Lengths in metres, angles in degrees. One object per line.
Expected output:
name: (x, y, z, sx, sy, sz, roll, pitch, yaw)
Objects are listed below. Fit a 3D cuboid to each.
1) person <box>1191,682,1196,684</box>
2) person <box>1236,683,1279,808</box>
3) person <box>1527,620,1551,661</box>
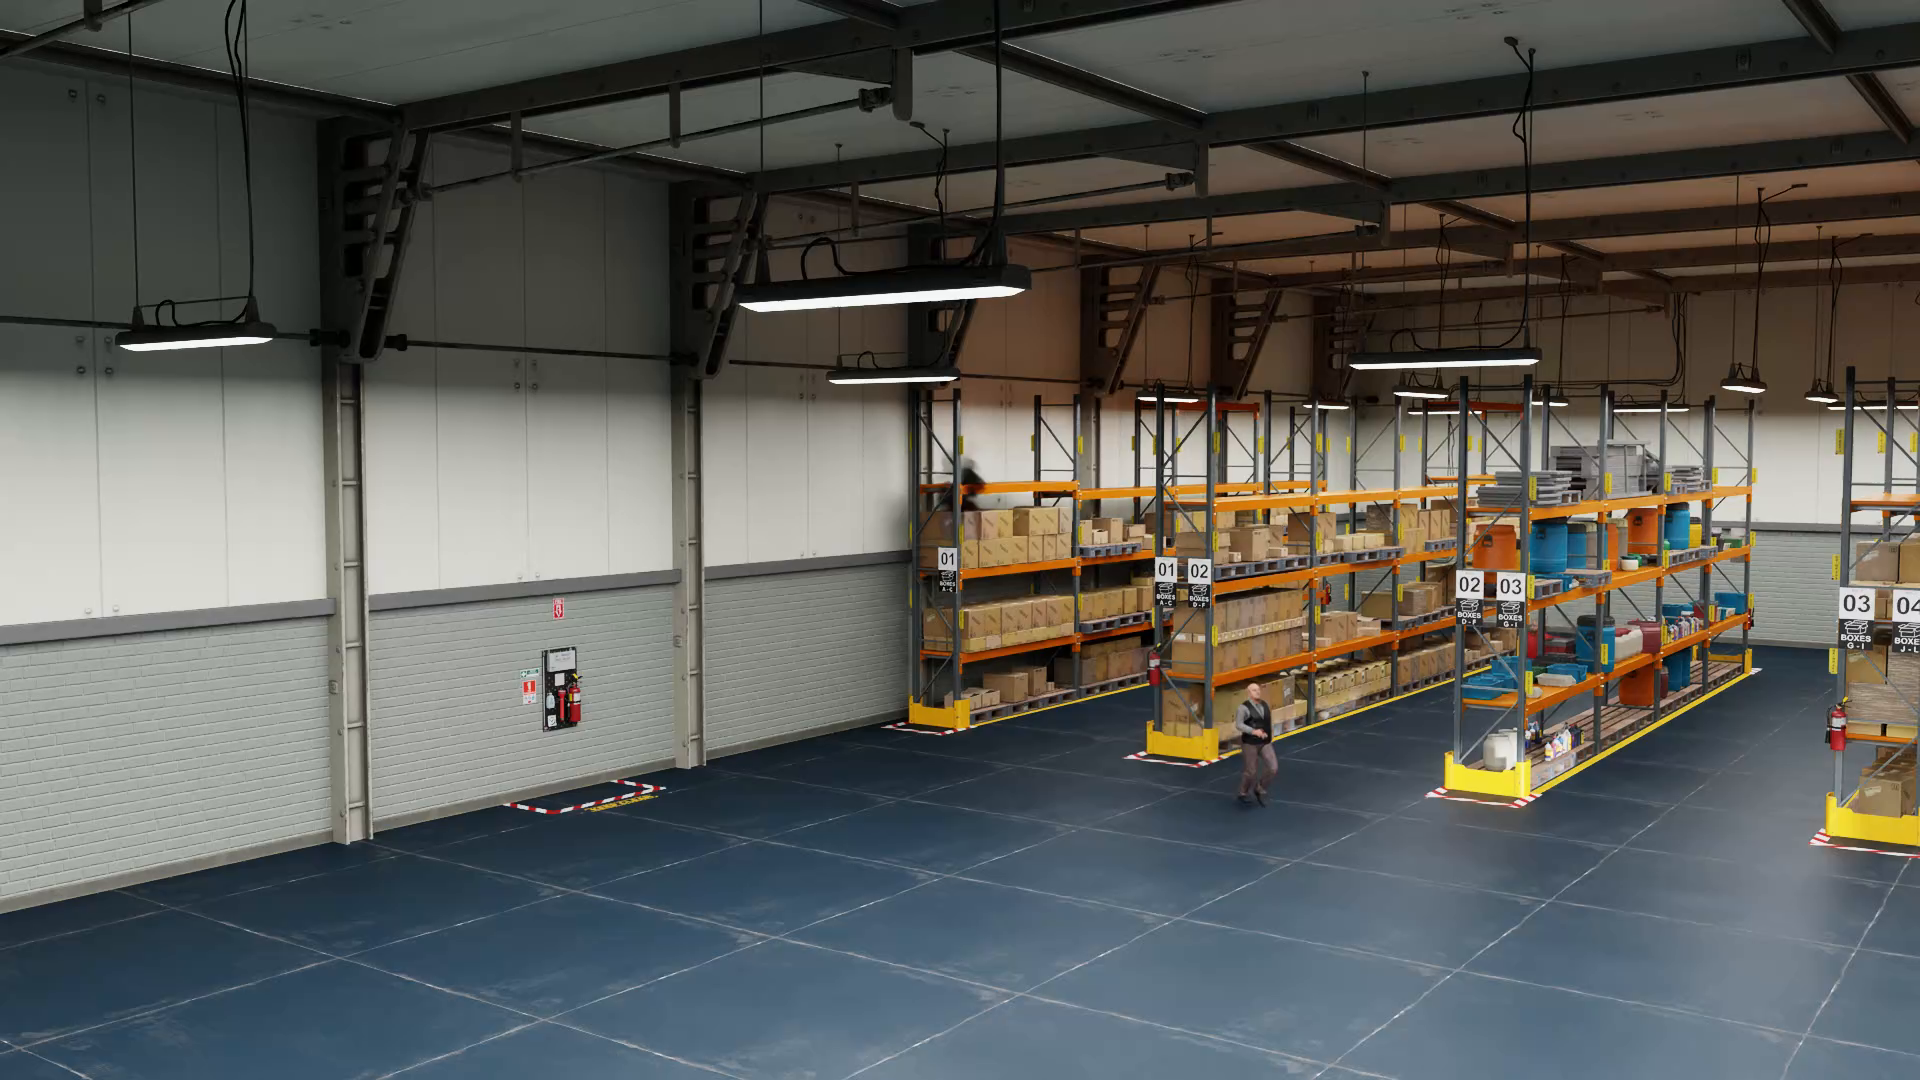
person: (4.457, 2.390, 31.101, 0.568, 1.750, 0.739, 2, 4, 32)
person: (4.110, 2.842, 23.036, 0.658, 1.718, 0.667, -1, 4, -22)
person: (10.886, 2.352, 31.534, 0.638, 1.673, 0.551, 2, 4, 37)
